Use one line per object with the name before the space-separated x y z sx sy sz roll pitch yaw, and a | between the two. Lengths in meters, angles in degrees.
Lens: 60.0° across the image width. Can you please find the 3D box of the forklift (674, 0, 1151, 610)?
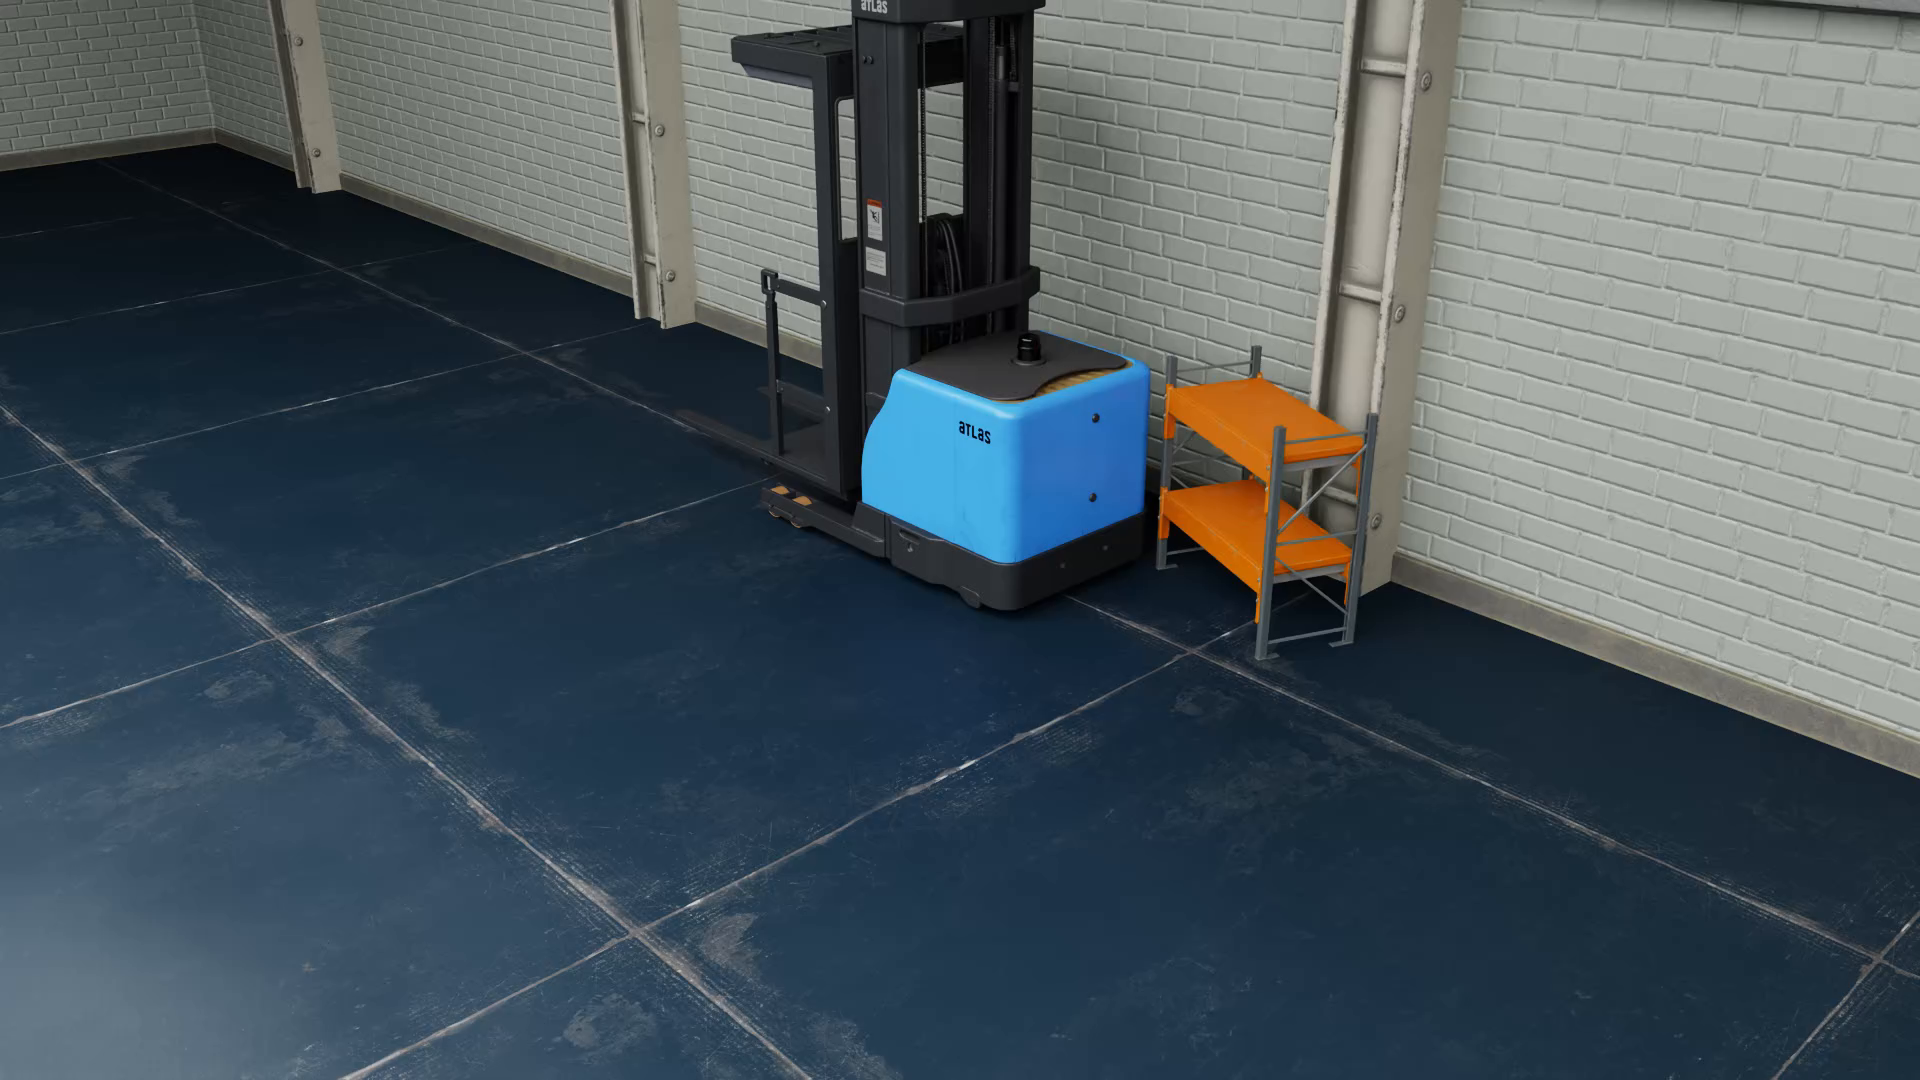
forklift | -0.428 -1.525 8.562 1.130 2.935 3.031 -21 32 -38

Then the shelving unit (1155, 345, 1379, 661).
shelving unit | 1.407 -0.202 7.837 0.538 1.125 1.048 -9 26 -18

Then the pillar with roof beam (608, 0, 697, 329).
pillar with roof beam | -5.318 -4.514 7.803 9.100 9.000 0.400 -21 32 -38

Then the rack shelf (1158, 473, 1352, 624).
rack shelf | 1.407 0.021 7.938 0.538 0.278 1.000 -9 26 -18

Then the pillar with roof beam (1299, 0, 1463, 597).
pillar with roof beam | -1.217 -2.696 3.818 9.100 9.000 0.400 -21 32 -38

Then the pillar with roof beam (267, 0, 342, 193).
pillar with roof beam | -9.419 -6.332 11.787 9.100 9.000 0.400 -21 32 -38

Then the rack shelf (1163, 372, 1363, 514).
rack shelf | 1.407 -0.468 7.716 0.538 0.278 1.000 -9 26 -18

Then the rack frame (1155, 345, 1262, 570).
rack frame | 1.232 -0.400 8.271 0.500 1.125 0.032 -9 26 -18

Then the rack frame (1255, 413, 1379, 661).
rack frame | 1.582 -0.004 7.403 0.500 1.125 0.032 -9 26 -18
